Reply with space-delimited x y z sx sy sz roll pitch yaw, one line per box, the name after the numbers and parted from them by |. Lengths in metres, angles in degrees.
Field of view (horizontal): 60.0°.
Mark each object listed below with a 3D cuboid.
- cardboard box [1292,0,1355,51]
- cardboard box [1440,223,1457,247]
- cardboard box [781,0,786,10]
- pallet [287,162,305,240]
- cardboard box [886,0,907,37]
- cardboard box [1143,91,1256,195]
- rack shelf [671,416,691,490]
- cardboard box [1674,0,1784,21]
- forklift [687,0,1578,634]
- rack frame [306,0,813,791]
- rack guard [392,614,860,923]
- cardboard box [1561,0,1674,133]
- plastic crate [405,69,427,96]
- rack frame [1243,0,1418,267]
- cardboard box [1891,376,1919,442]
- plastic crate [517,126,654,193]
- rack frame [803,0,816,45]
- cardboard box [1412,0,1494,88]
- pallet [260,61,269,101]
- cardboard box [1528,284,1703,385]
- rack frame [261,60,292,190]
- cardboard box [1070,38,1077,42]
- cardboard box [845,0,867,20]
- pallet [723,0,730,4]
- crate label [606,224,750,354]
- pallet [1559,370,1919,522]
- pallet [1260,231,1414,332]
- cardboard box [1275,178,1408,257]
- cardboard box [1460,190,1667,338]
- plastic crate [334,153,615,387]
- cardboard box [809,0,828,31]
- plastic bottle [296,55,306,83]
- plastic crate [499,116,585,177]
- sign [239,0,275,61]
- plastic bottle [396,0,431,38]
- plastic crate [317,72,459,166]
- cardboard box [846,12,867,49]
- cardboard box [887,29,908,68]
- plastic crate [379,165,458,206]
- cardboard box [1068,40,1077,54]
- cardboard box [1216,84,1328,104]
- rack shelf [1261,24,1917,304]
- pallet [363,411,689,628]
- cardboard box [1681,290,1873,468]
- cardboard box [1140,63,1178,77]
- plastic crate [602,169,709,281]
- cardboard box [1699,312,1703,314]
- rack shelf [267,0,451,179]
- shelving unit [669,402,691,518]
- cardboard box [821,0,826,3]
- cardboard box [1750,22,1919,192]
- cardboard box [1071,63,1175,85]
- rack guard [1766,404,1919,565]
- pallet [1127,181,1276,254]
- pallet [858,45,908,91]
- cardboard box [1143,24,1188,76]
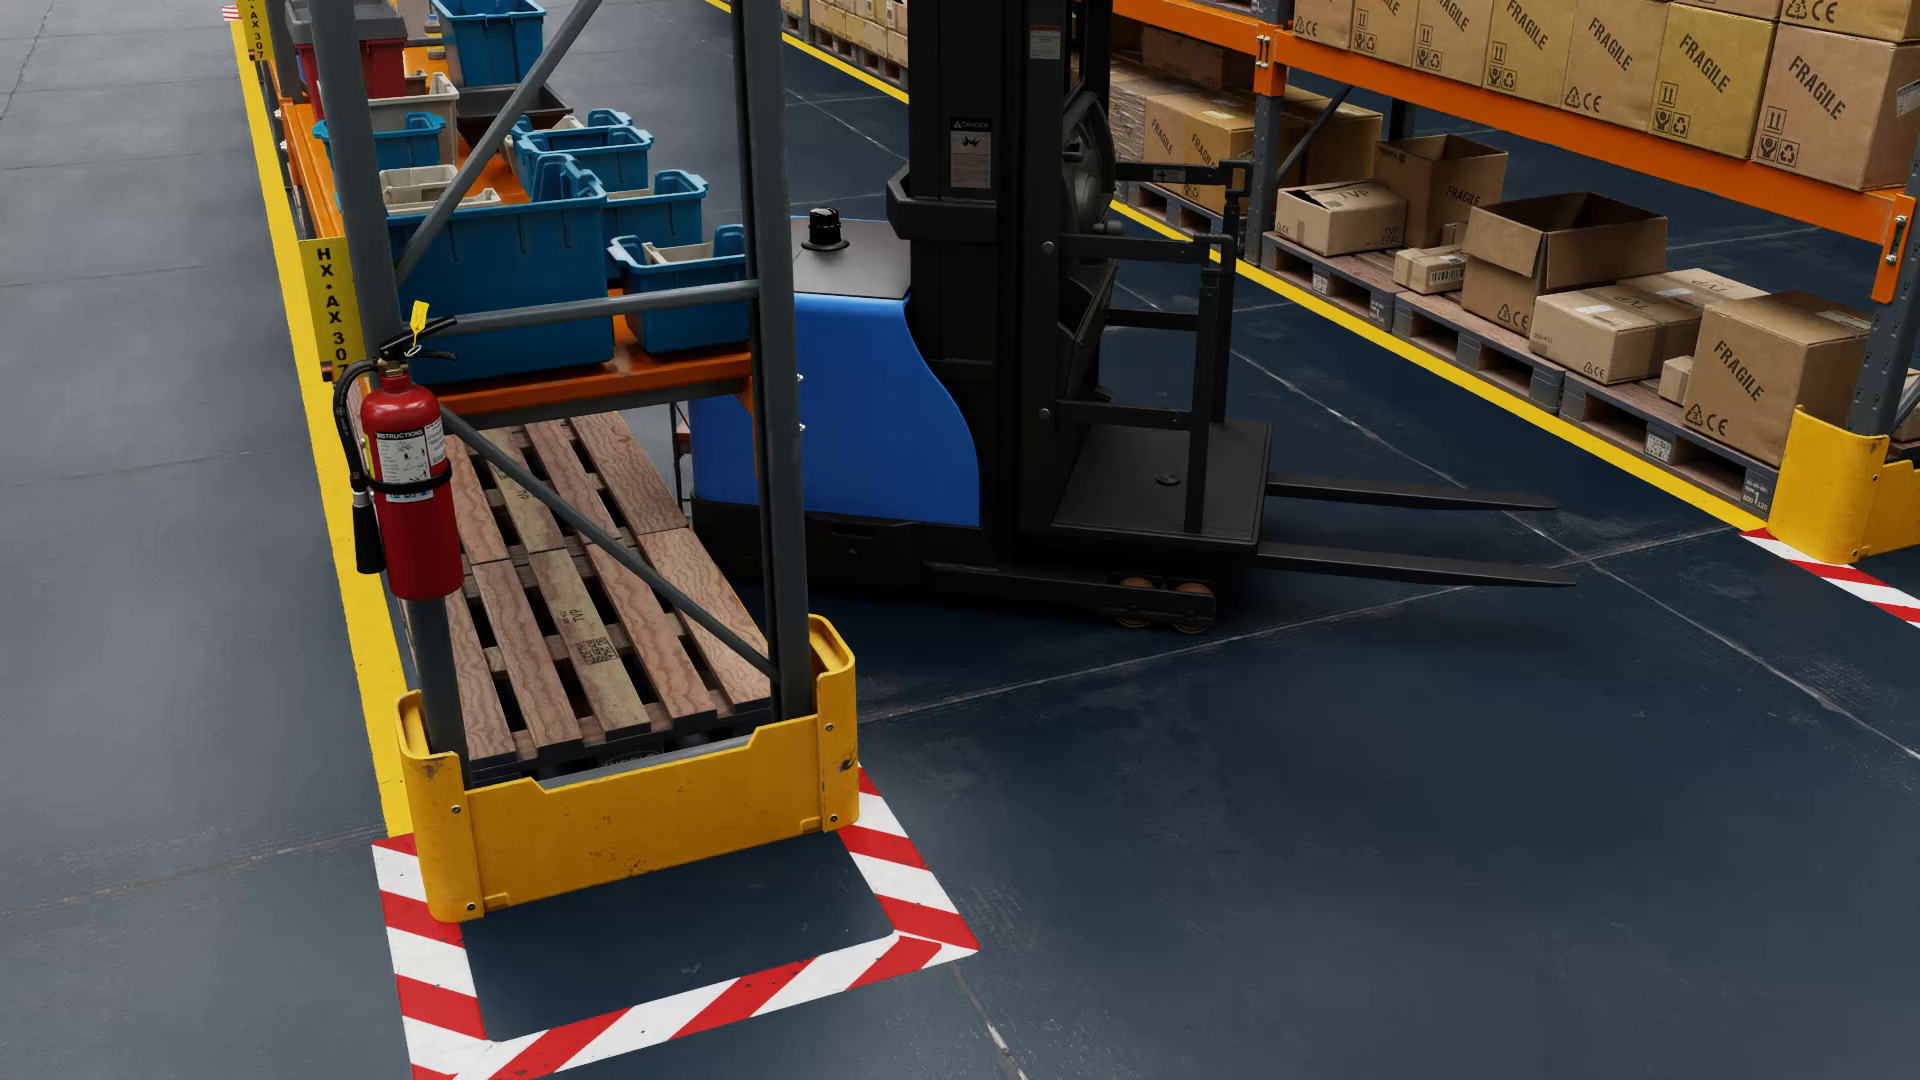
2.054 -2.794 8.439 0.500 0.500 0.500 -10 28 -19 | cardboard box
2.792 -1.596 8.847 0.380 0.149 0.250 -11 28 -21 | cardboard box
-1.597 -5.537 16.828 0.500 0.250 0.500 -11 28 -21 | cardboard box
-3.673 -2.203 10.520 1.003 0.211 1.213 -11 28 -21 | pallet
-0.297 -4.403 13.866 0.500 0.311 0.500 -11 28 -21 | cardboard box
1.463 -2.427 10.149 0.500 0.500 0.500 -10 28 -20 | cardboard box
-0.967 -0.348 6.424 0.215 0.259 0.240 4 26 9 | rack shelf
3.046 -2.217 6.119 0.500 0.500 0.500 -10 28 -19 | cardboard box
0.616 -1.258 5.485 3.031 2.935 1.130 6 27 11 | forklift
-0.887 -0.537 3.931 1.000 3.000 0.127 -11 28 -21 | rack frame
-0.866 0.594 4.464 1.175 0.500 0.348 -11 28 -21 | rack guard
2.849 -1.977 6.766 0.500 0.500 0.500 -10 28 -20 | cardboard box
-2.403 -1.848 6.848 0.396 0.136 0.243 -11 28 -21 | plastic crate
2.105 -3.001 8.979 1.000 3.000 0.127 -11 28 -21 | rack frame
3.824 -0.531 6.667 0.380 0.149 0.250 -11 28 -21 | cardboard box
-1.197 -1.177 5.363 0.416 0.233 0.300 -11 28 -21 | plastic crate
-1.028 -6.231 15.593 1.000 3.000 0.127 -11 28 -21 | rack frame
2.452 -2.385 7.603 0.500 0.500 0.500 -11 28 -21 | cardboard box
-5.244 -3.818 13.829 1.003 0.211 1.213 -11 28 -21 | pallet
2.888 -0.915 7.337 0.500 0.250 0.500 -11 28 -21 | cardboard box
-4.020 -3.767 10.546 1.000 3.000 0.127 -11 28 -21 | rack frame
1.121 -3.353 12.047 0.500 0.500 0.500 -9 28 -19 | cardboard box
-0.700 -4.815 14.709 0.500 0.311 0.500 -12 28 -22 | cardboard box
-2.256 -6.291 18.895 1.003 0.211 1.213 -11 28 -21 | pallet
-0.681 -0.645 4.275 0.416 0.233 0.303 -11 28 -21 | crate label
3.329 -0.486 7.005 1.003 0.211 1.213 -11 28 -21 | pallet
2.373 -1.471 9.022 1.003 0.211 1.213 -11 28 -21 | pallet
2.071 -1.784 9.049 0.500 0.311 0.500 -11 28 -21 | cardboard box
2.846 -1.320 7.878 0.797 0.503 0.637 -11 28 -21 | cardboard box
-1.190 -0.683 4.121 0.616 0.435 0.499 -11 28 -21 | plastic crate
-1.098 -4.979 15.684 0.500 0.250 0.500 -11 28 -22 | cardboard box
-2.906 -2.200 7.478 0.152 0.276 0.135 -11 28 -21 | plastic bottle
-1.495 -1.409 5.949 0.293 0.136 0.466 -11 28 -21 | plastic crate
-2.961 -2.183 6.986 0.100 0.325 0.005 -11 28 -21 | sign
-2.787 -2.696 8.495 0.152 0.276 0.135 -11 28 -21 | plastic bottle
-2.025 -1.478 5.924 0.437 0.282 0.530 -11 28 -21 | plastic crate
-0.693 -4.564 14.833 0.500 0.250 0.500 -11 28 -22 | cardboard box
-0.291 -4.151 13.988 0.500 0.250 0.500 -10 28 -19 | cardboard box
-1.738 -1.088 5.291 0.298 0.136 0.250 -11 28 -21 | plastic crate
0.664 -3.247 11.830 0.500 0.500 0.500 -12 28 -22 | cardboard box
1.921 -2.526 10.353 0.500 0.500 0.500 -10 28 -20 | cardboard box
2.889 -1.871 7.483 1.077 0.370 4.000 -11 28 -21 | rack shelf
-1.649 -0.115 6.246 1.003 0.211 1.213 -11 28 -21 | pallet
3.232 -0.638 6.486 0.500 0.500 0.500 -11 28 -21 | cardboard box
1.535 -2.934 11.187 0.500 0.500 0.500 -12 28 -23 | cardboard box
-0.939 -0.911 4.819 0.416 0.233 0.300 -11 28 -21 | plastic crate
3.524 -0.819 7.141 0.500 0.250 0.500 -11 28 -21 | cardboard box
-3.237 -2.636 9.050 1.077 0.370 4.000 -11 28 -21 | rack shelf
-0.967 -0.608 6.298 0.215 1.050 0.252 4 26 9 | shelving unit
-1.095 -5.227 15.552 0.500 0.311 0.500 -10 28 -20 | cardboard box
3.246 -1.566 5.924 0.500 0.500 0.500 -10 28 -19 | cardboard box
1.065 -2.834 10.984 0.500 0.500 0.500 -12 28 -22 | cardboard box
3.642 -0.294 6.282 1.175 0.500 0.348 -11 28 -21 | rack guard
1.752 -2.070 10.250 1.003 0.211 1.213 -11 28 -21 | pallet
-0.222 -4.194 14.599 1.003 0.211 1.213 -11 28 -21 | pallet
1.552 -3.256 10.993 0.500 0.250 0.500 -11 28 -22 | cardboard box
